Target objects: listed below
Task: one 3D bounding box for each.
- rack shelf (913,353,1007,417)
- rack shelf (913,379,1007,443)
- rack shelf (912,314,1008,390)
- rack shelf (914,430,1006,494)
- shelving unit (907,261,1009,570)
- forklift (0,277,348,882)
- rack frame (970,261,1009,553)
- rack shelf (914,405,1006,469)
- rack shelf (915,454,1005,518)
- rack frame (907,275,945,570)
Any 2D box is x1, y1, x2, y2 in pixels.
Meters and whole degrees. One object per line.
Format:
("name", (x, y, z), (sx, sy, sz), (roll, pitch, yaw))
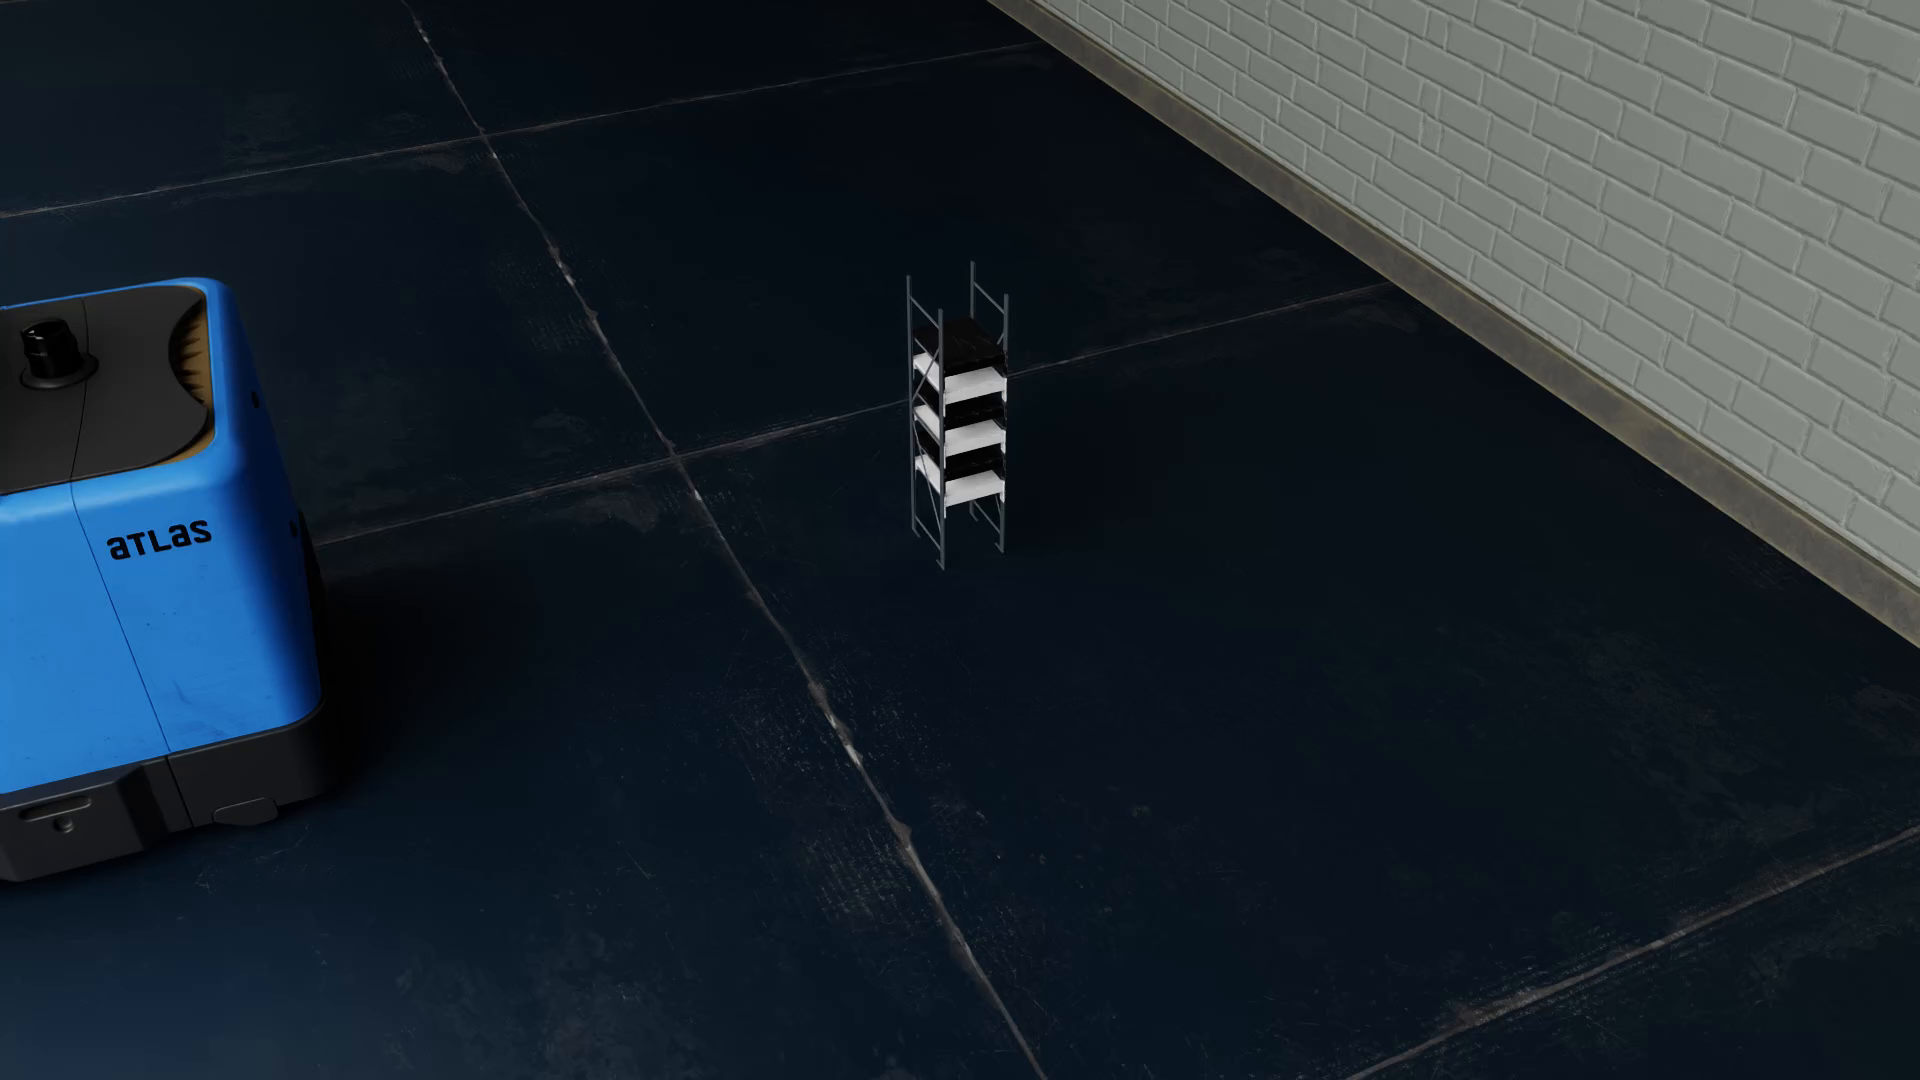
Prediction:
("rack shelf", (-0.007, -0.477, 4.892), (0.200, 0.077, 0.258), (-16, 39, -20))
("rack shelf", (-0.007, -0.405, 4.945), (0.200, 0.077, 0.258), (-16, 39, -20))
("rack shelf", (-0.007, -0.549, 4.838), (0.200, 0.077, 0.258), (-16, 39, -20))
("rack shelf", (-0.007, -0.260, 5.053), (0.200, 0.077, 0.258), (-16, 39, -20))
("shelving unit", (-0.007, -0.359, 4.979), (0.210, 0.900, 0.258), (-16, 39, -20))
("forklift", (-3.165, -0.441, 3.385), (3.031, 2.935, 1.130), (-13, 39, -17))
("rack frame", (0.085, -0.385, 5.014), (0.006, 0.900, 0.240), (-16, 39, -20))
("rack shelf", (-0.007, -0.333, 4.999), (0.200, 0.077, 0.258), (-16, 39, -20))
("rack shelf", (-0.007, -0.188, 5.106), (0.200, 0.077, 0.258), (-16, 39, -20))
("rack frame", (-0.099, -0.334, 4.944), (0.006, 0.900, 0.240), (-16, 39, -20))
